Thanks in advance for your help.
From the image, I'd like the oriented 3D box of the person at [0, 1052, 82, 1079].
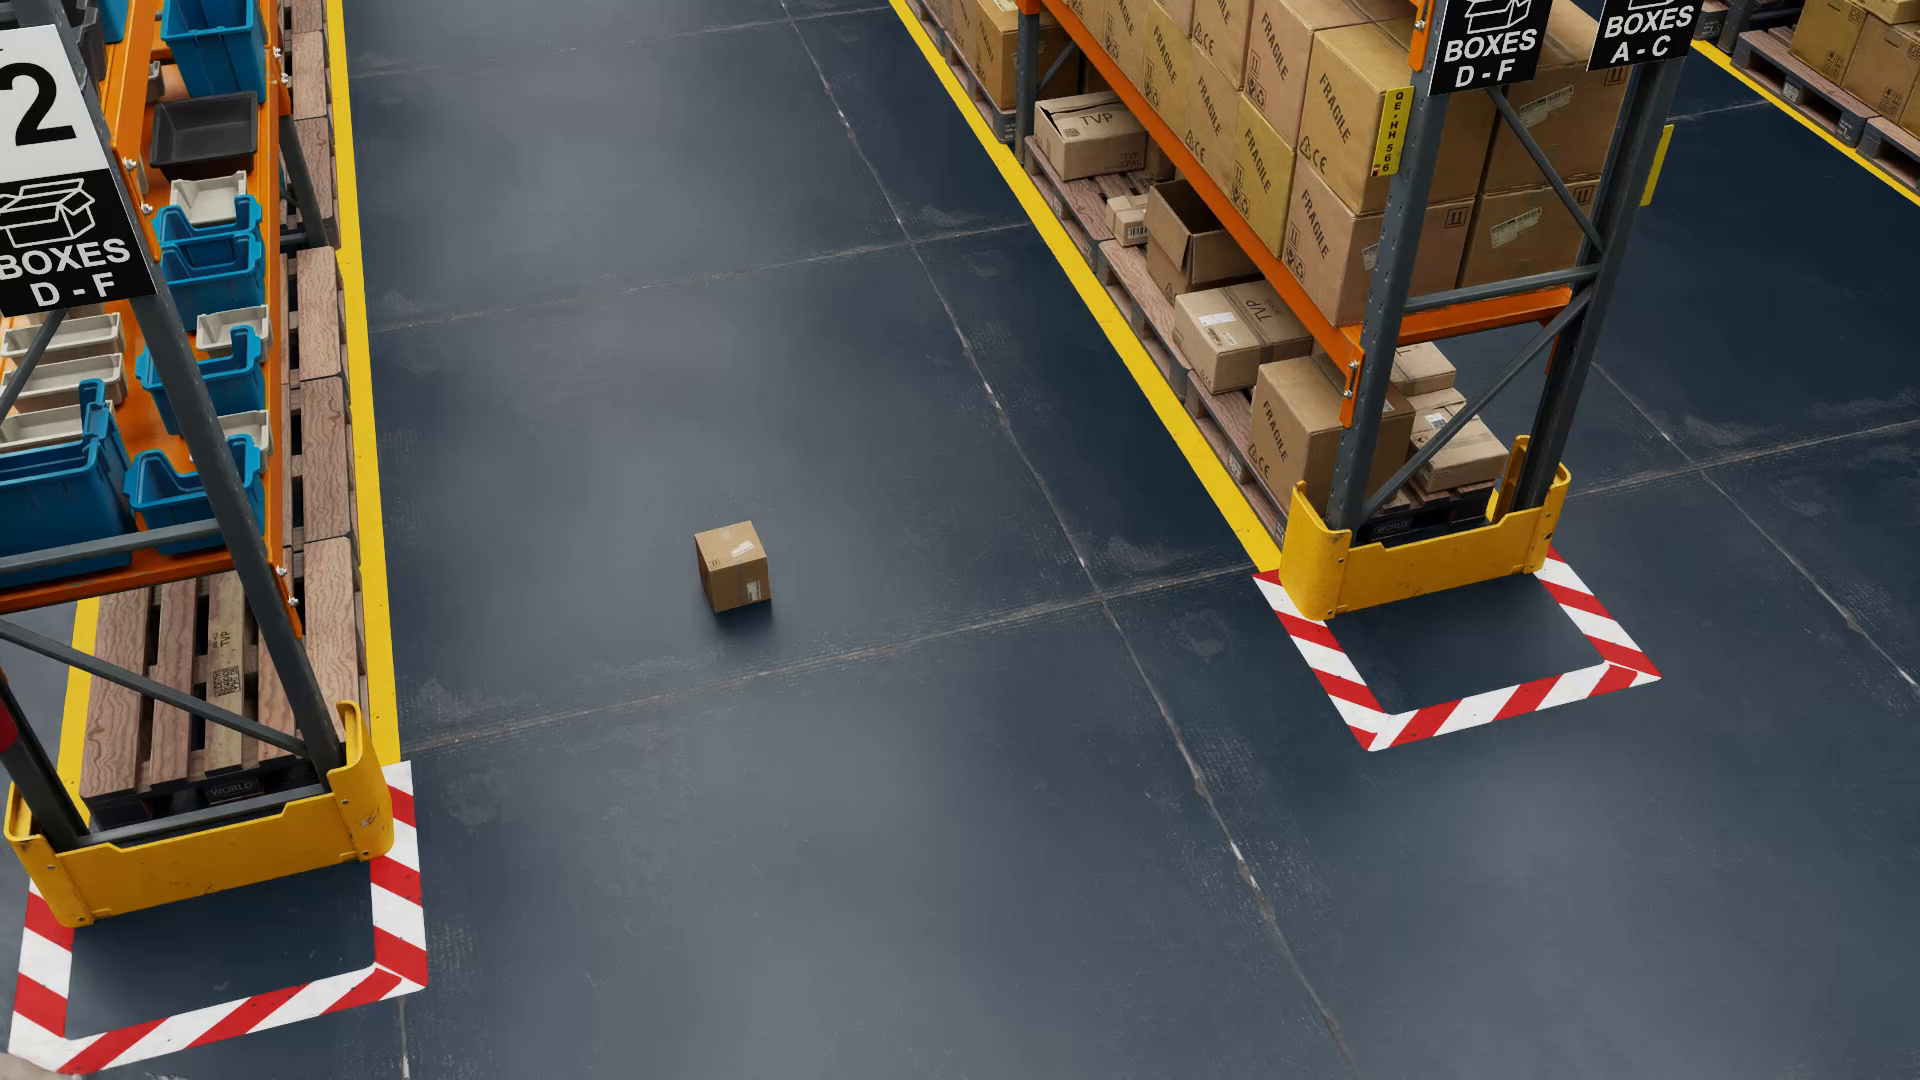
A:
[{"bbox_3d":[-3.073,1.352,4.652,0.749,1.692,0.632,-3,42,-4],"label":"person"}]
